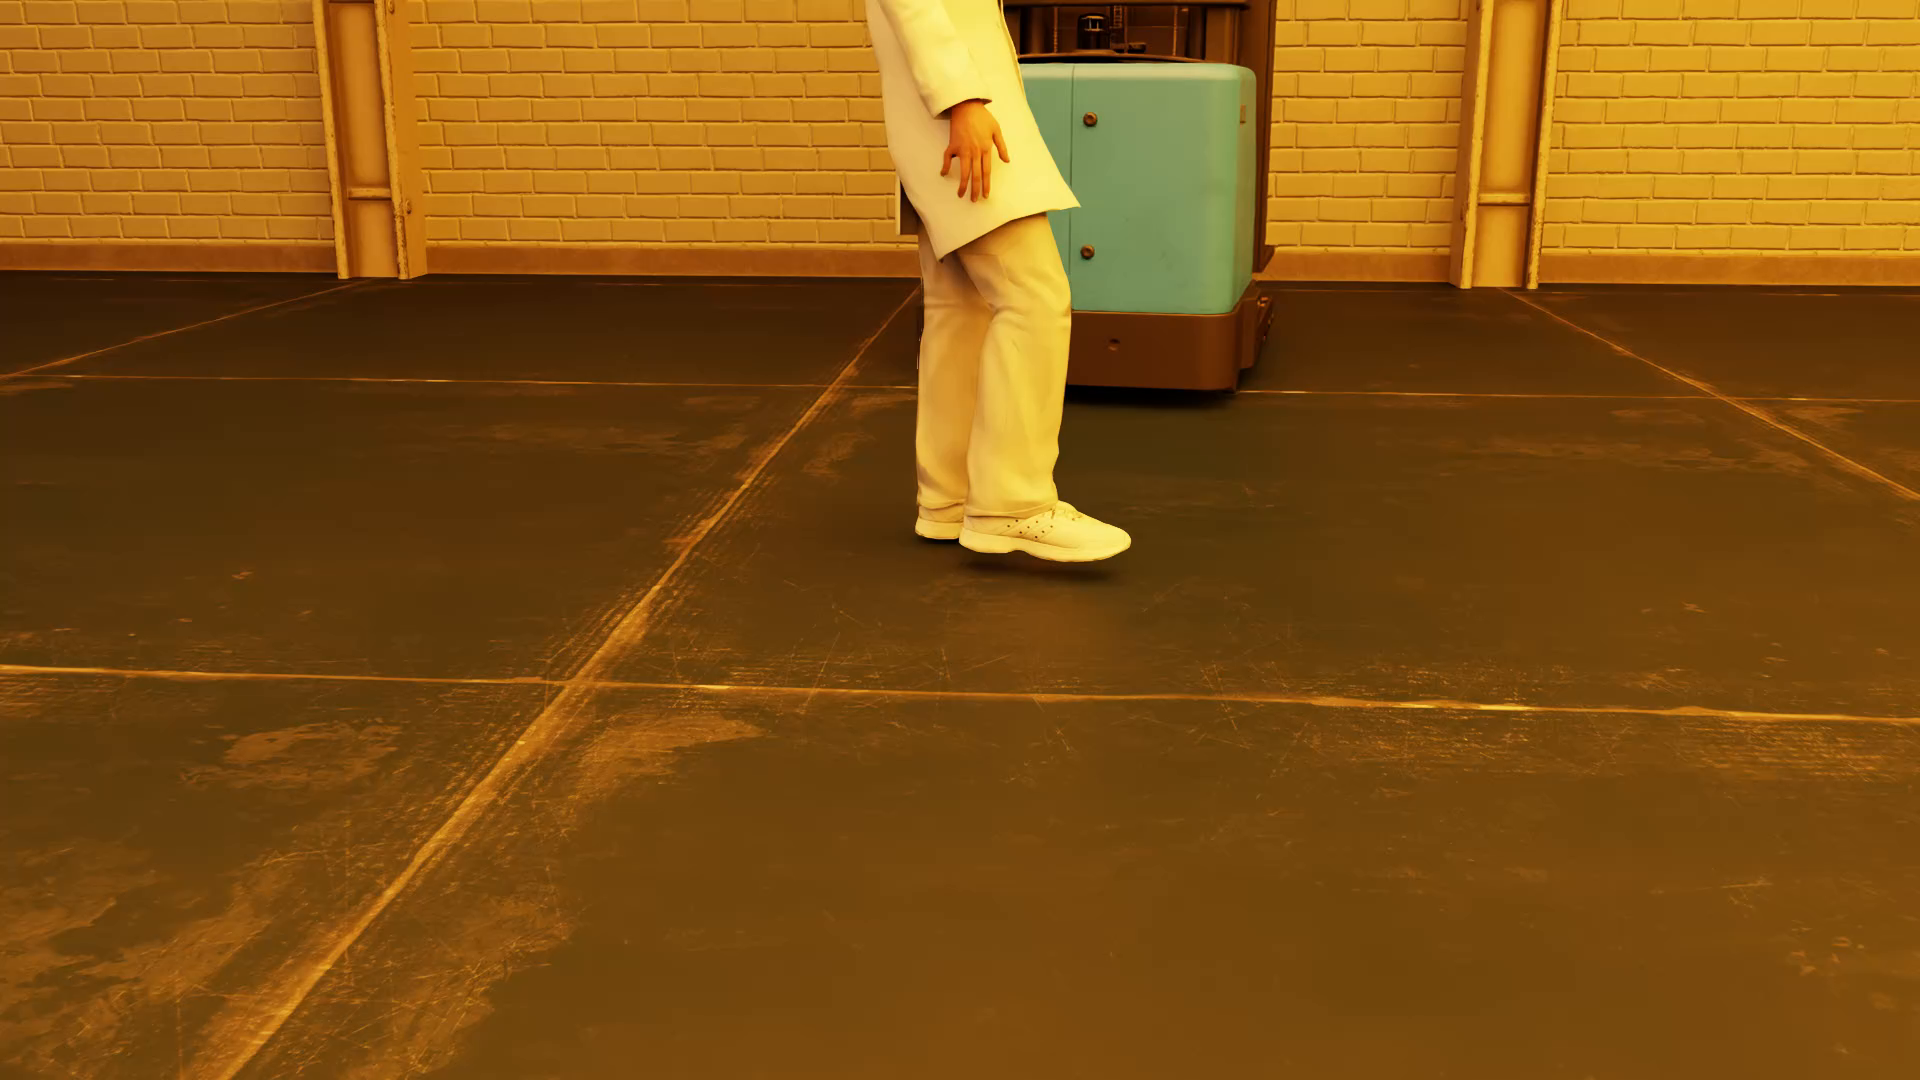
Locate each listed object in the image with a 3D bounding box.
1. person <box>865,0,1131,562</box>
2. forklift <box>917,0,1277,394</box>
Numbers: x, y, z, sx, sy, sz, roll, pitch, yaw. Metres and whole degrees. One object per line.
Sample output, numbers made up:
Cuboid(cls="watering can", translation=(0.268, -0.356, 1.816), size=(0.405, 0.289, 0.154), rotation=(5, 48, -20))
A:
Cuboid(cls="person", translation=(0.091, -0.863, 3.568), size=(0.579, 1.778, 0.698), rotation=(1, 15, 4))
Cuboid(cls="forklift", translation=(0.697, -2.232, 6.439), size=(1.130, 2.935, 3.031), rotation=(4, 16, 13))
